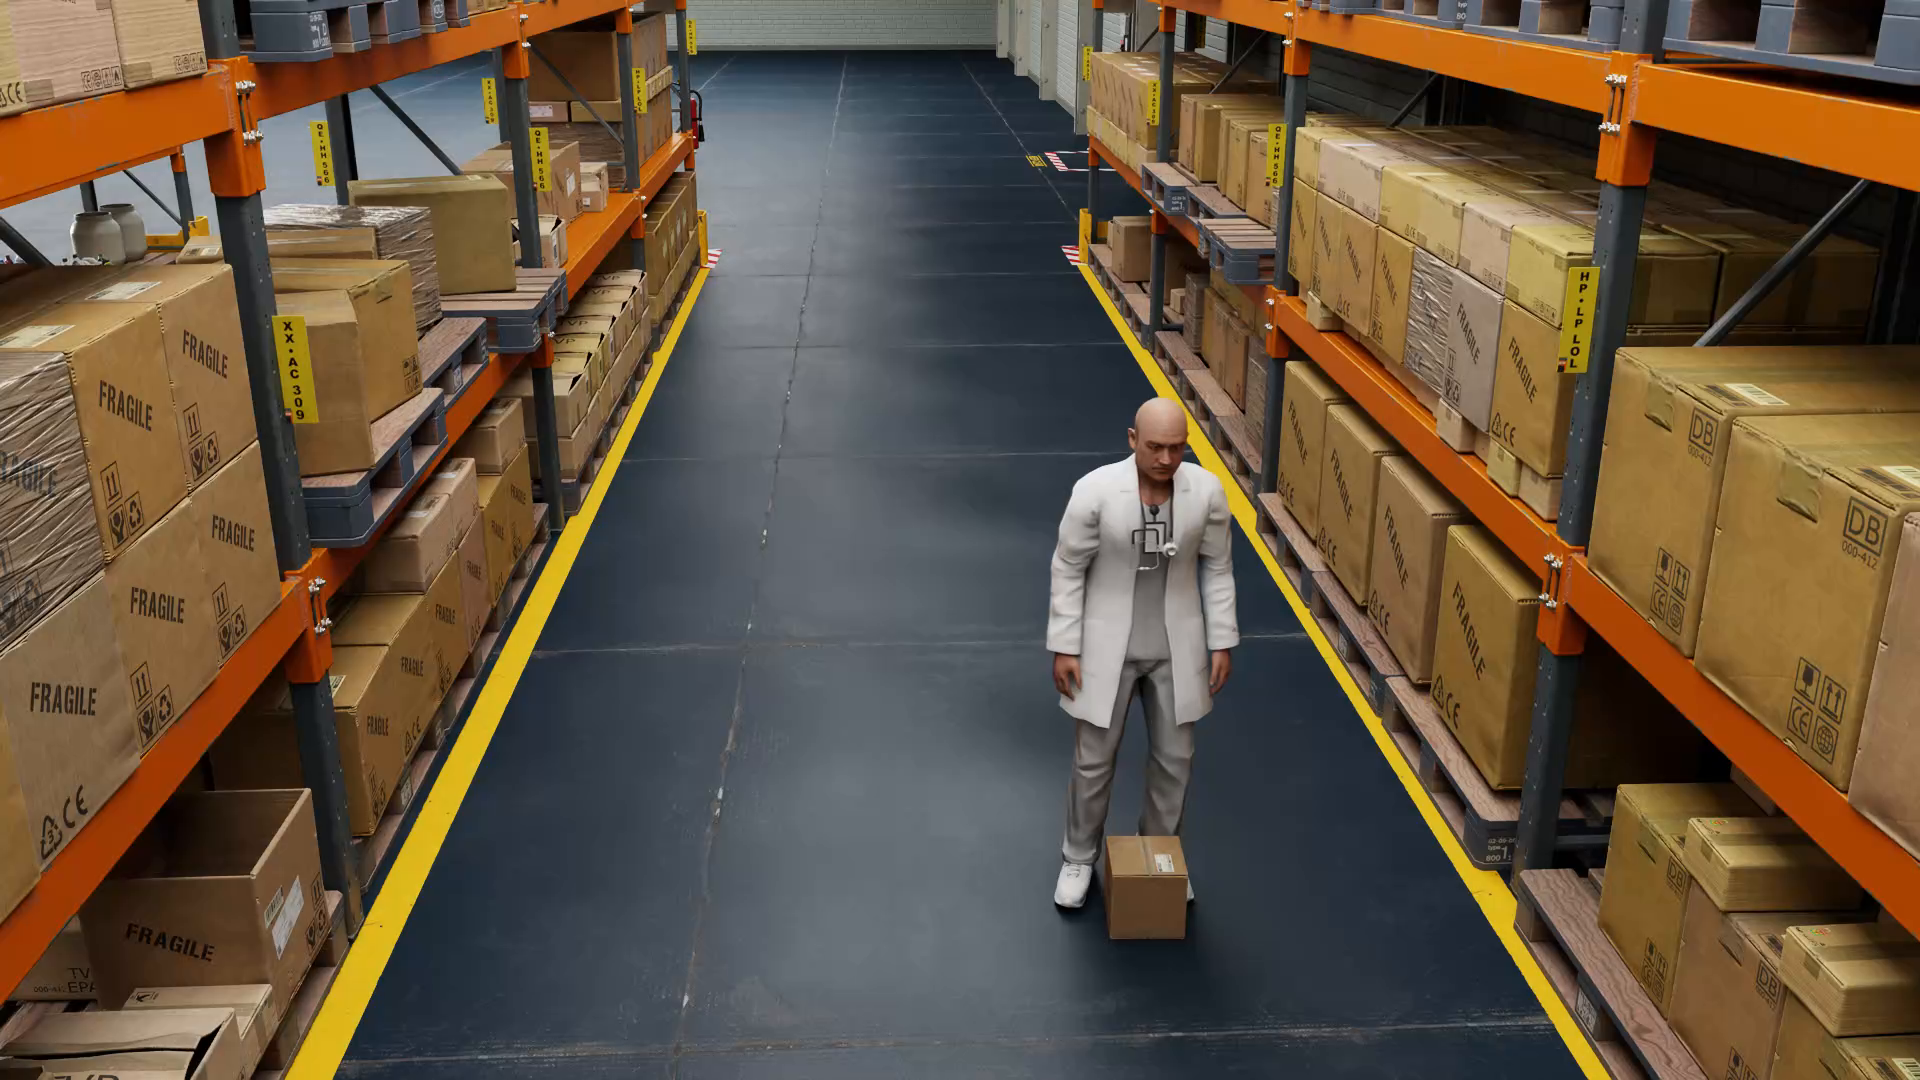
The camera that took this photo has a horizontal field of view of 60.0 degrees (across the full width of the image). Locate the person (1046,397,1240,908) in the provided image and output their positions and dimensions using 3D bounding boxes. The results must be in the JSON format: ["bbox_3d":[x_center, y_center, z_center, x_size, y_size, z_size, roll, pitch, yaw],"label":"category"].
[{"bbox_3d":[0.612,0.371,5.584,0.655,1.774,0.416,-2,20,-5],"label":"person"}]
